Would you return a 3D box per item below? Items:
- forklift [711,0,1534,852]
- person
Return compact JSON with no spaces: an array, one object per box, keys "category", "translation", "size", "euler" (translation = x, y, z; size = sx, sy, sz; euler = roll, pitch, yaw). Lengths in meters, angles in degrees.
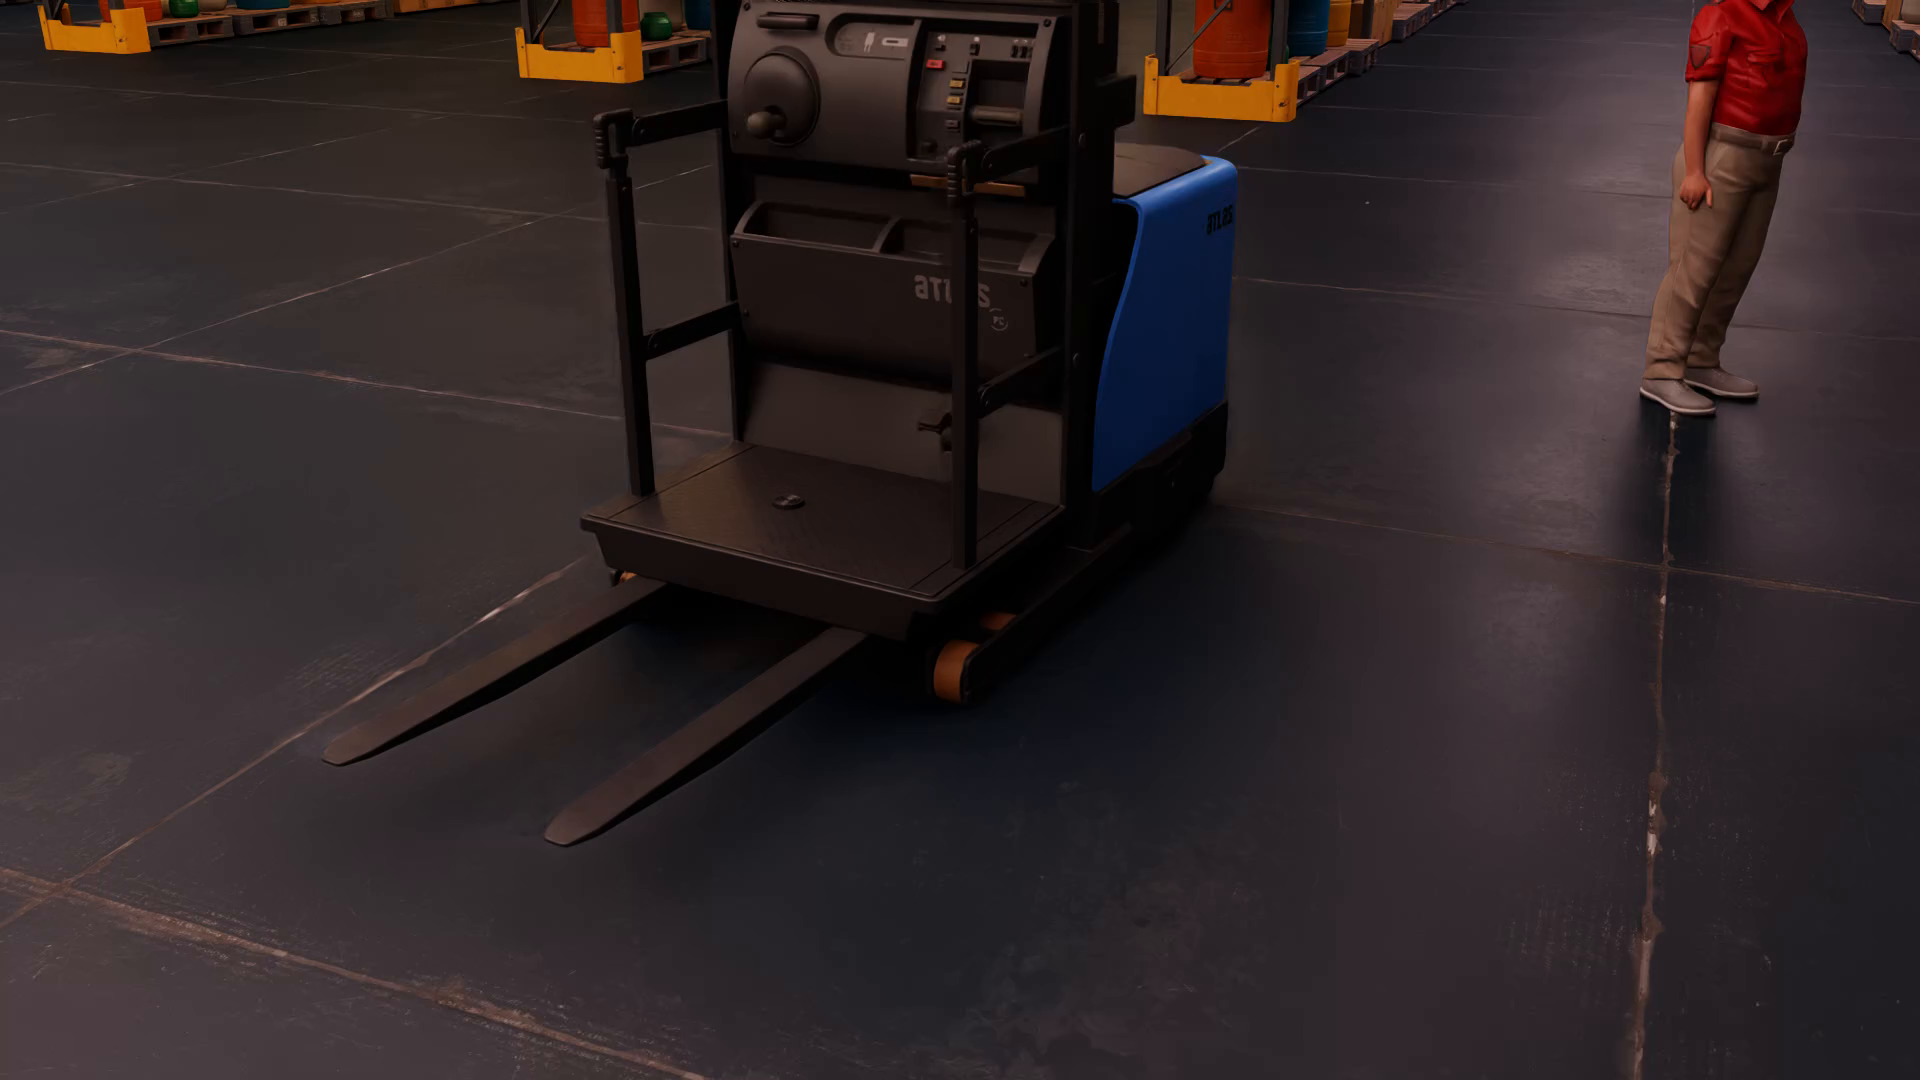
[{"category":"forklift","translation":[0.253,-1.150,4.044],"size":[1.130,2.935,3.031],"euler":[-10,25,-22]},{"category":"person","translation":[2.840,-1.355,6.100],"size":[0.528,1.728,0.389],"euler":[-16,28,-34]}]
